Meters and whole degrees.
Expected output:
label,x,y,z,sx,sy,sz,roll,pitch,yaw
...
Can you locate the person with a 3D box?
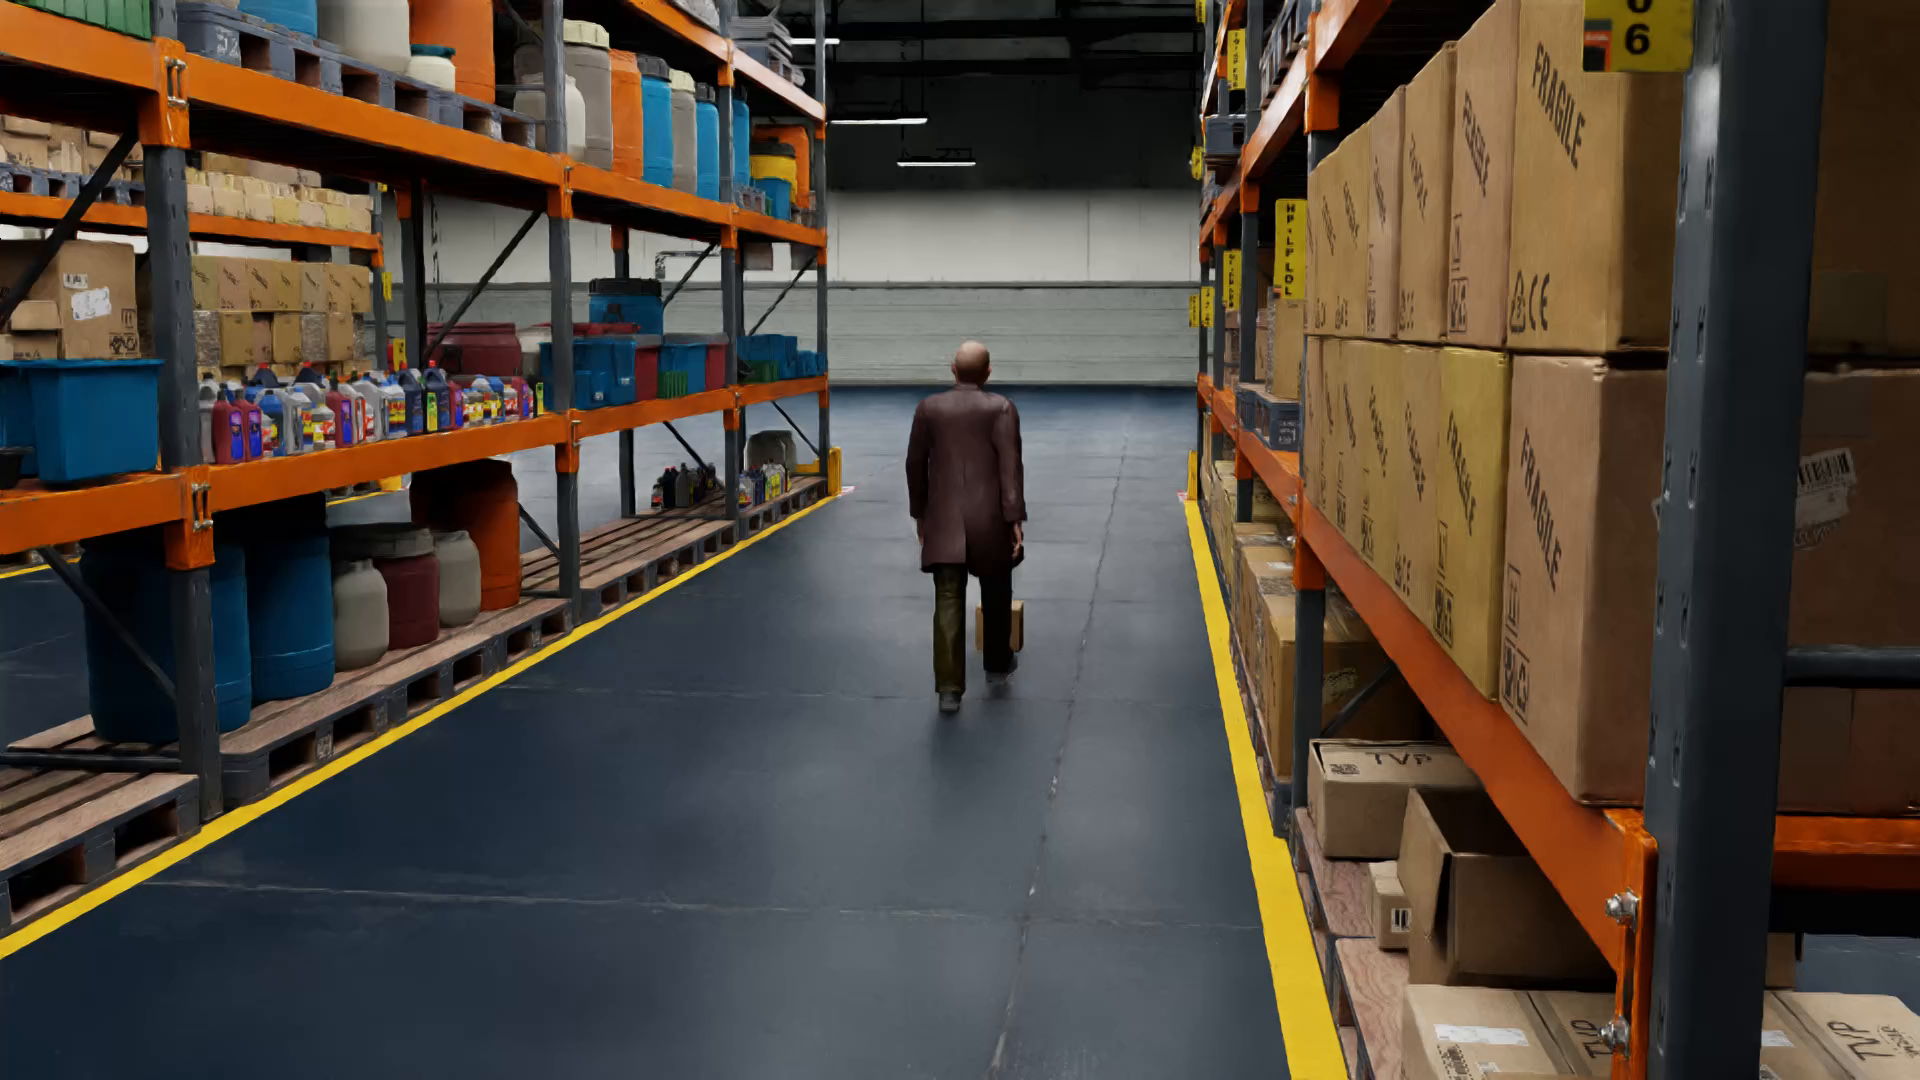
label,x,y,z,sx,sy,sz,roll,pitch,yaw
person,0.043,-0.107,8.140,0.624,1.724,1.029,1,8,8
